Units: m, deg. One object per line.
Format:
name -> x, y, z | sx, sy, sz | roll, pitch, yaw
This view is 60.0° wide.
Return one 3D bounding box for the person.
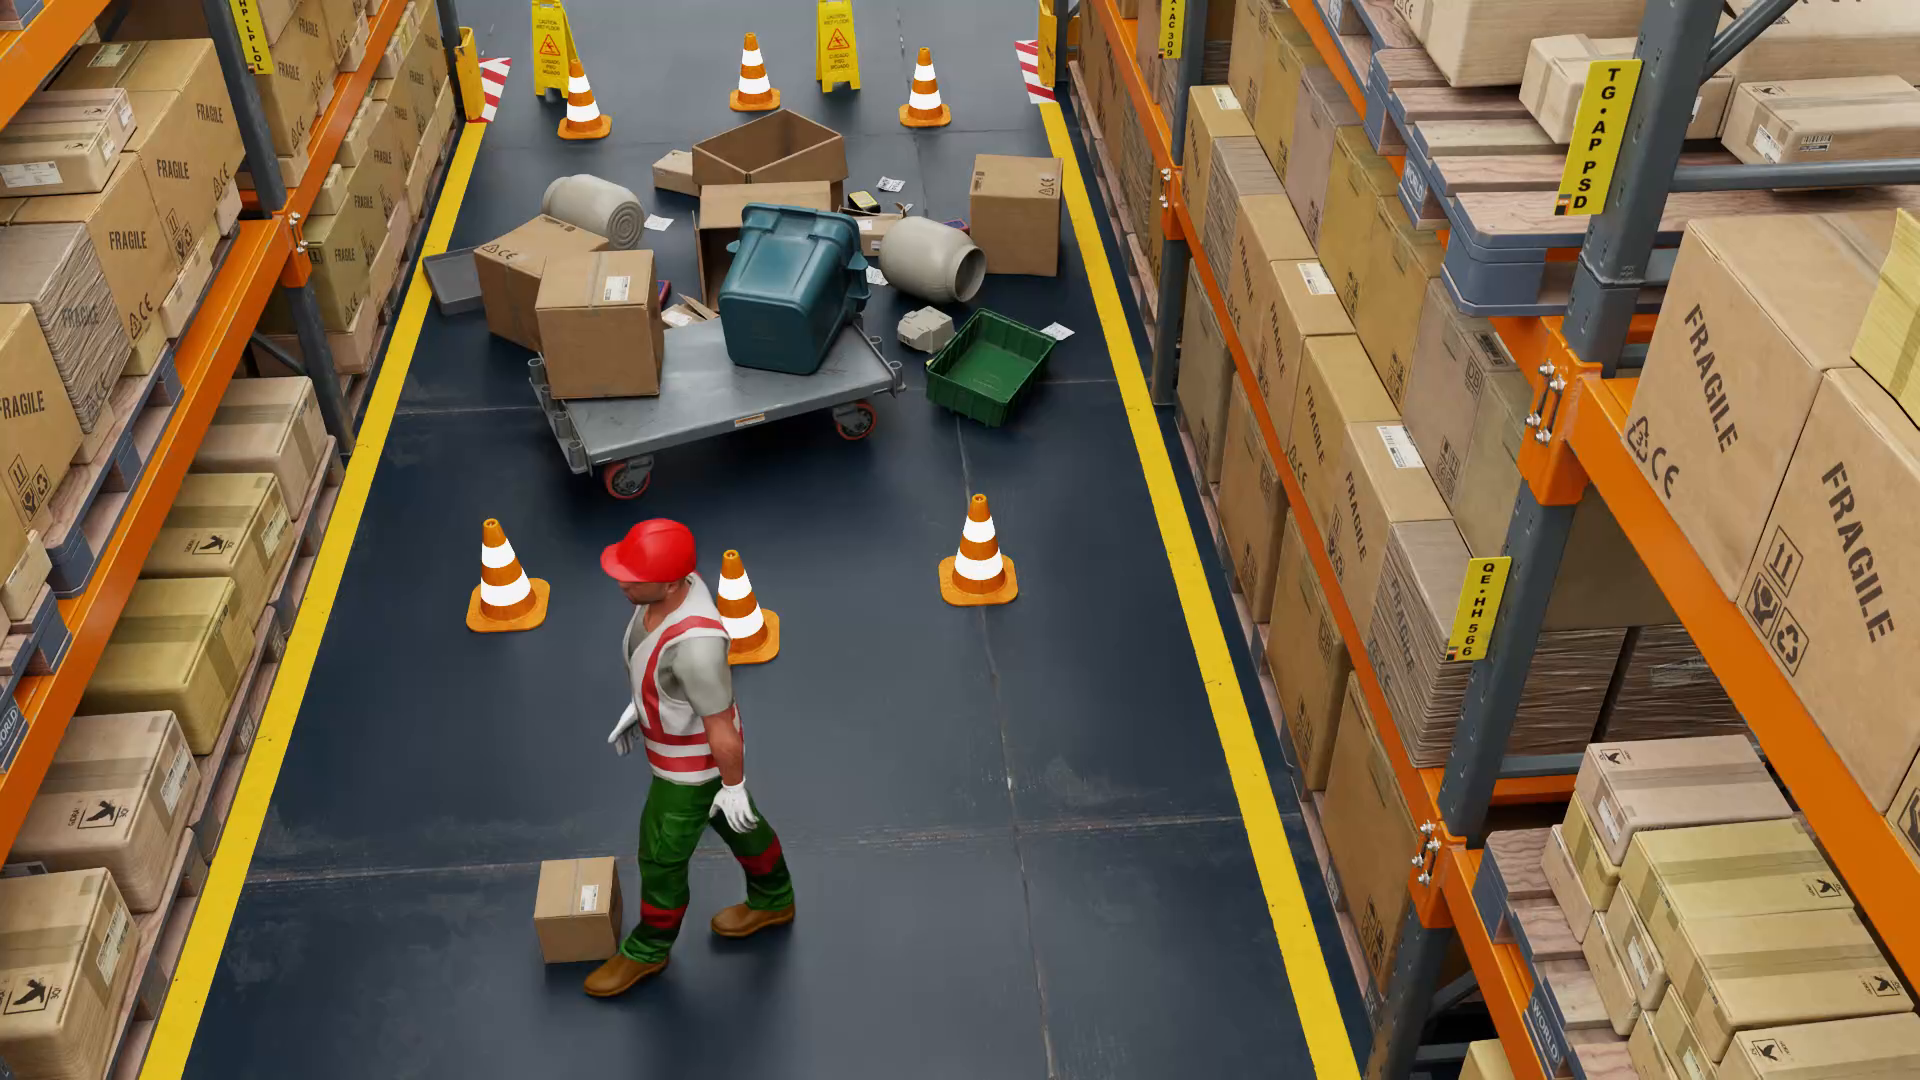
person -> -0.948, 0.670, 5.273 | 0.755, 1.772, 0.588 | -9, 40, -11
